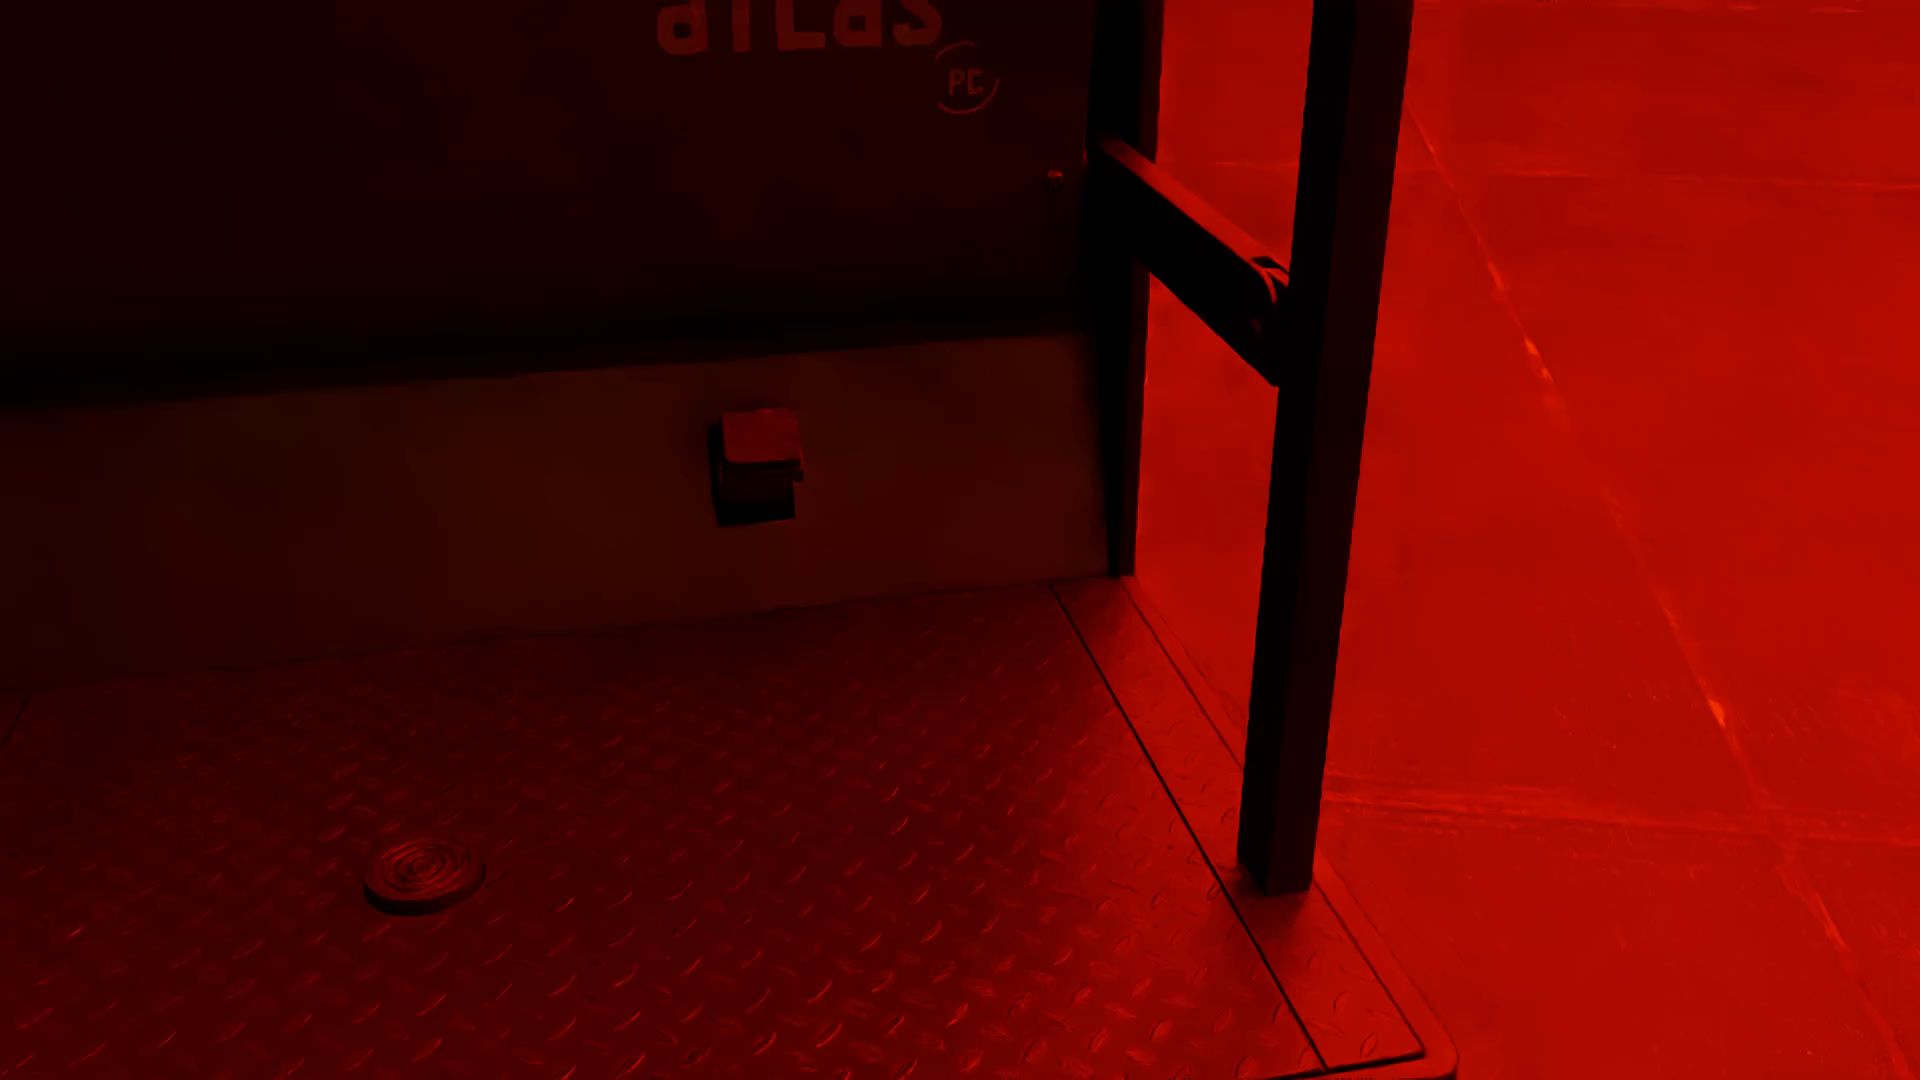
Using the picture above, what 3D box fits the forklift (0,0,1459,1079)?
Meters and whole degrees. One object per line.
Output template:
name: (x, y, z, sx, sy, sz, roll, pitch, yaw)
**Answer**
forklift: (-0.313, -0.816, 0.853, 1.130, 2.935, 3.031, -6, 27, -11)
